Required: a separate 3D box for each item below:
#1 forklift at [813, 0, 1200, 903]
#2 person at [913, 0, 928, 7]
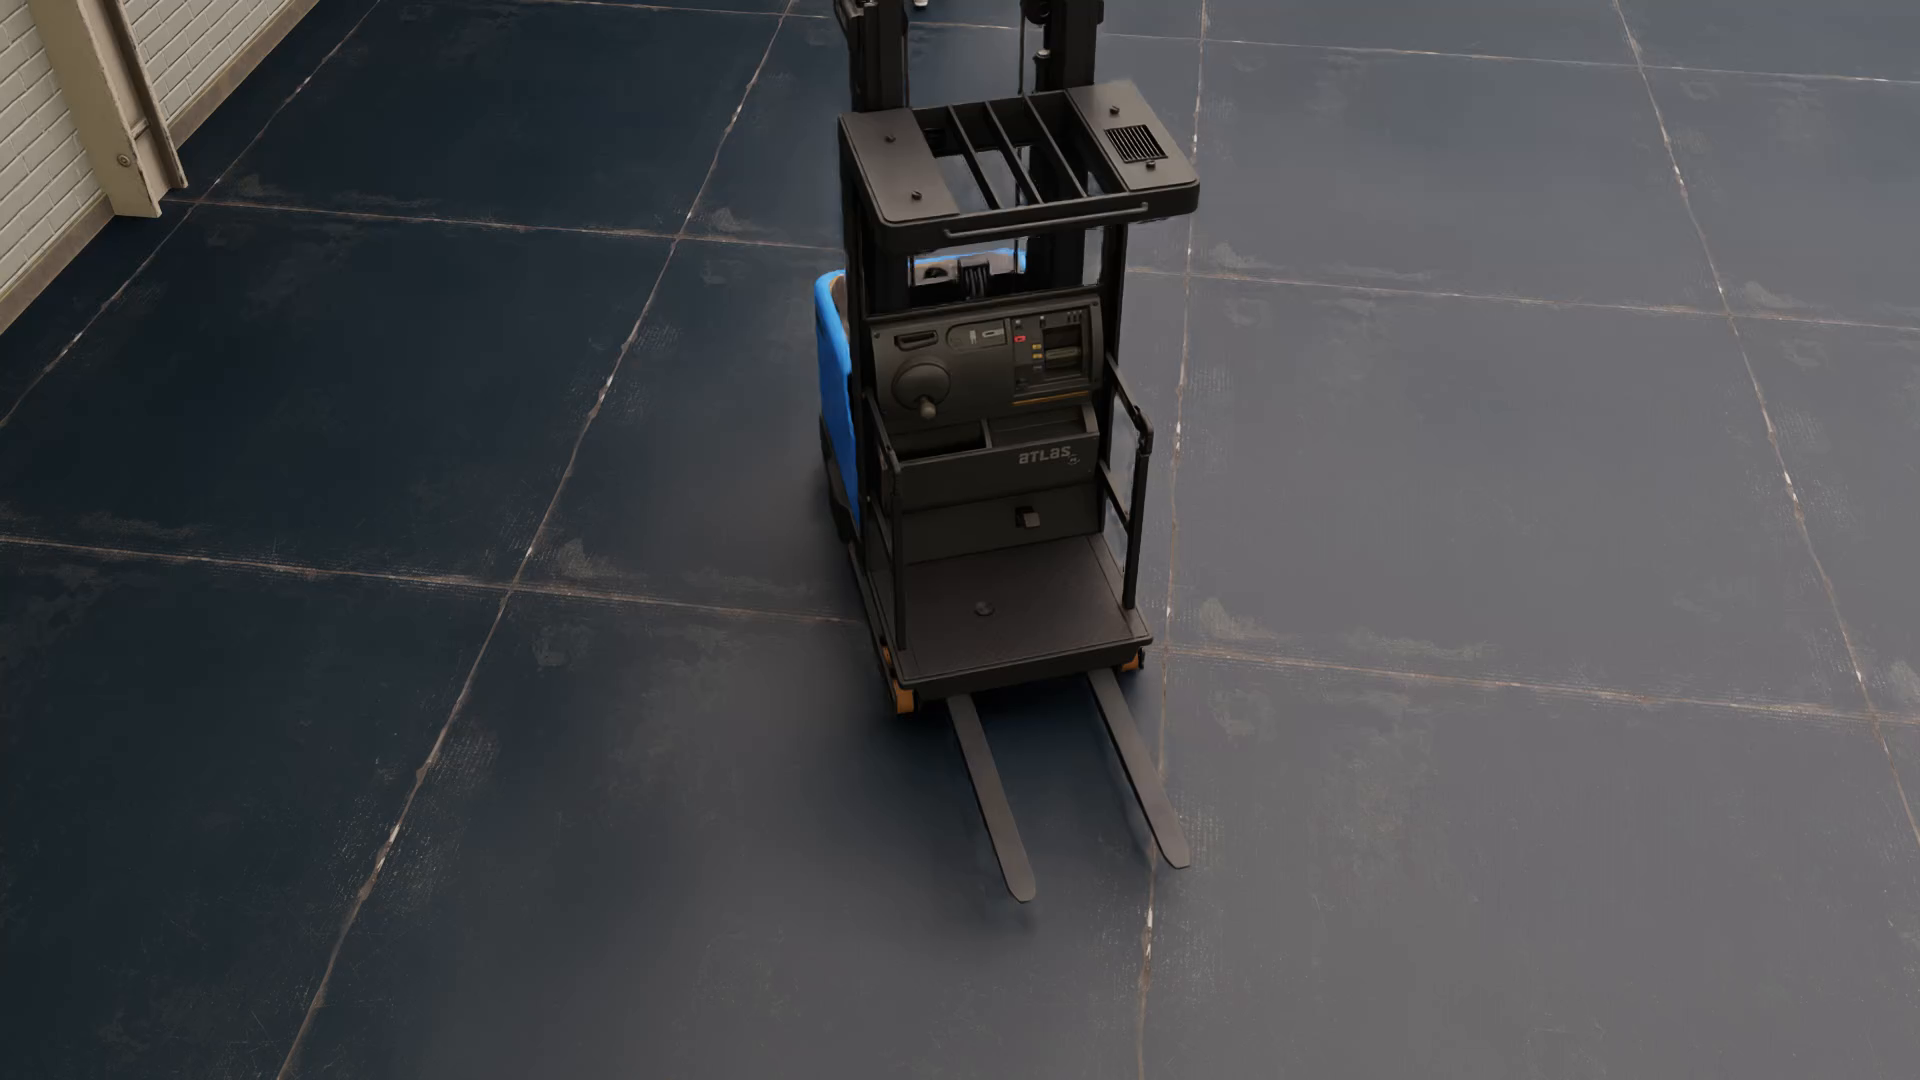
[{"bbox_3d":[0.168,-0.631,6.411,1.130,2.935,3.031,-10,43,-10],"label":"forklift"},{"bbox_3d":[-0.171,-4.674,11.779,0.890,1.646,0.728,0,43,1],"label":"person"}]
